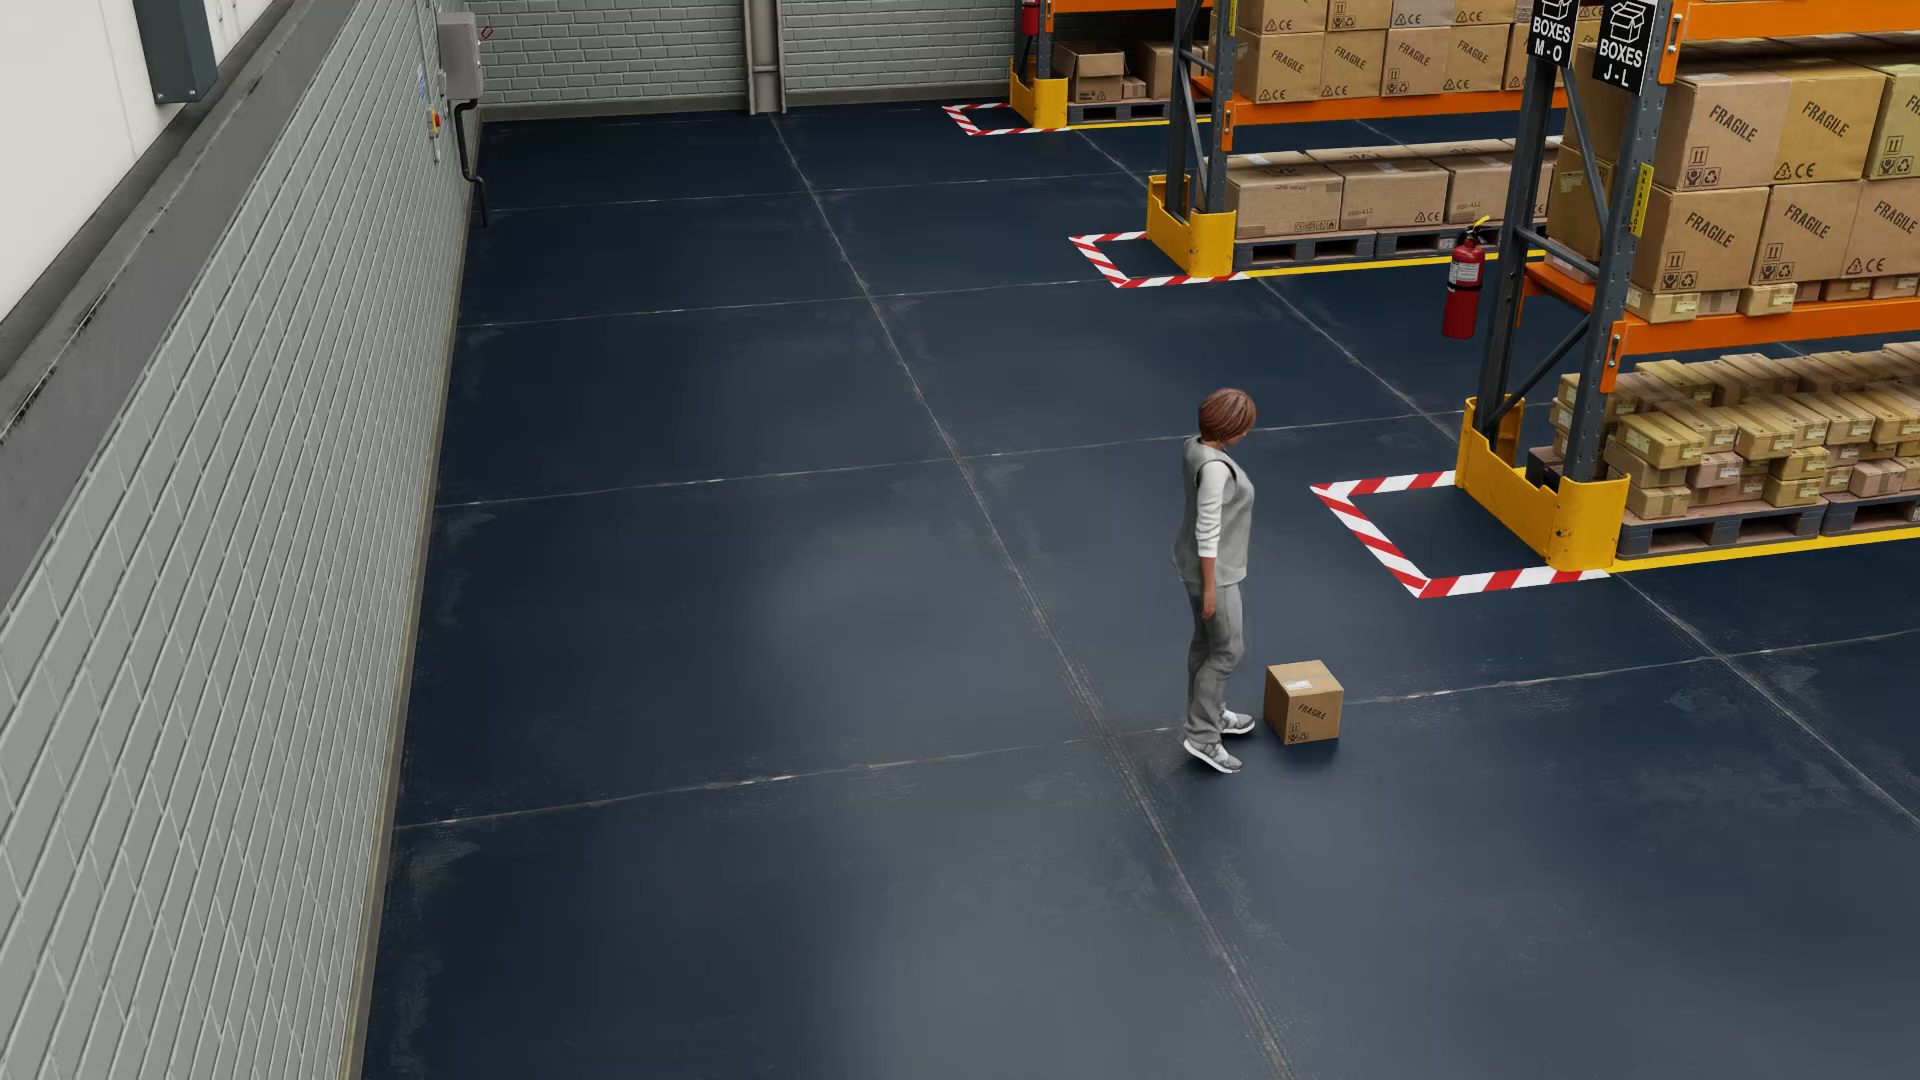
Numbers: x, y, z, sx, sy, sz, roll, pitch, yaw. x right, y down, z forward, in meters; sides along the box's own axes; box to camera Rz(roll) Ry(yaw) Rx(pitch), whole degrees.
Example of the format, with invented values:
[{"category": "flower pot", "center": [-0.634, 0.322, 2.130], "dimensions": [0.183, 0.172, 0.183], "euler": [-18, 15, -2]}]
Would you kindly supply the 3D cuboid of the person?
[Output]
[{"category": "person", "center": [1.079, 0.165, 6.822], "dimensions": [0.413, 1.620, 0.481], "euler": [-2, 27, -5]}]
